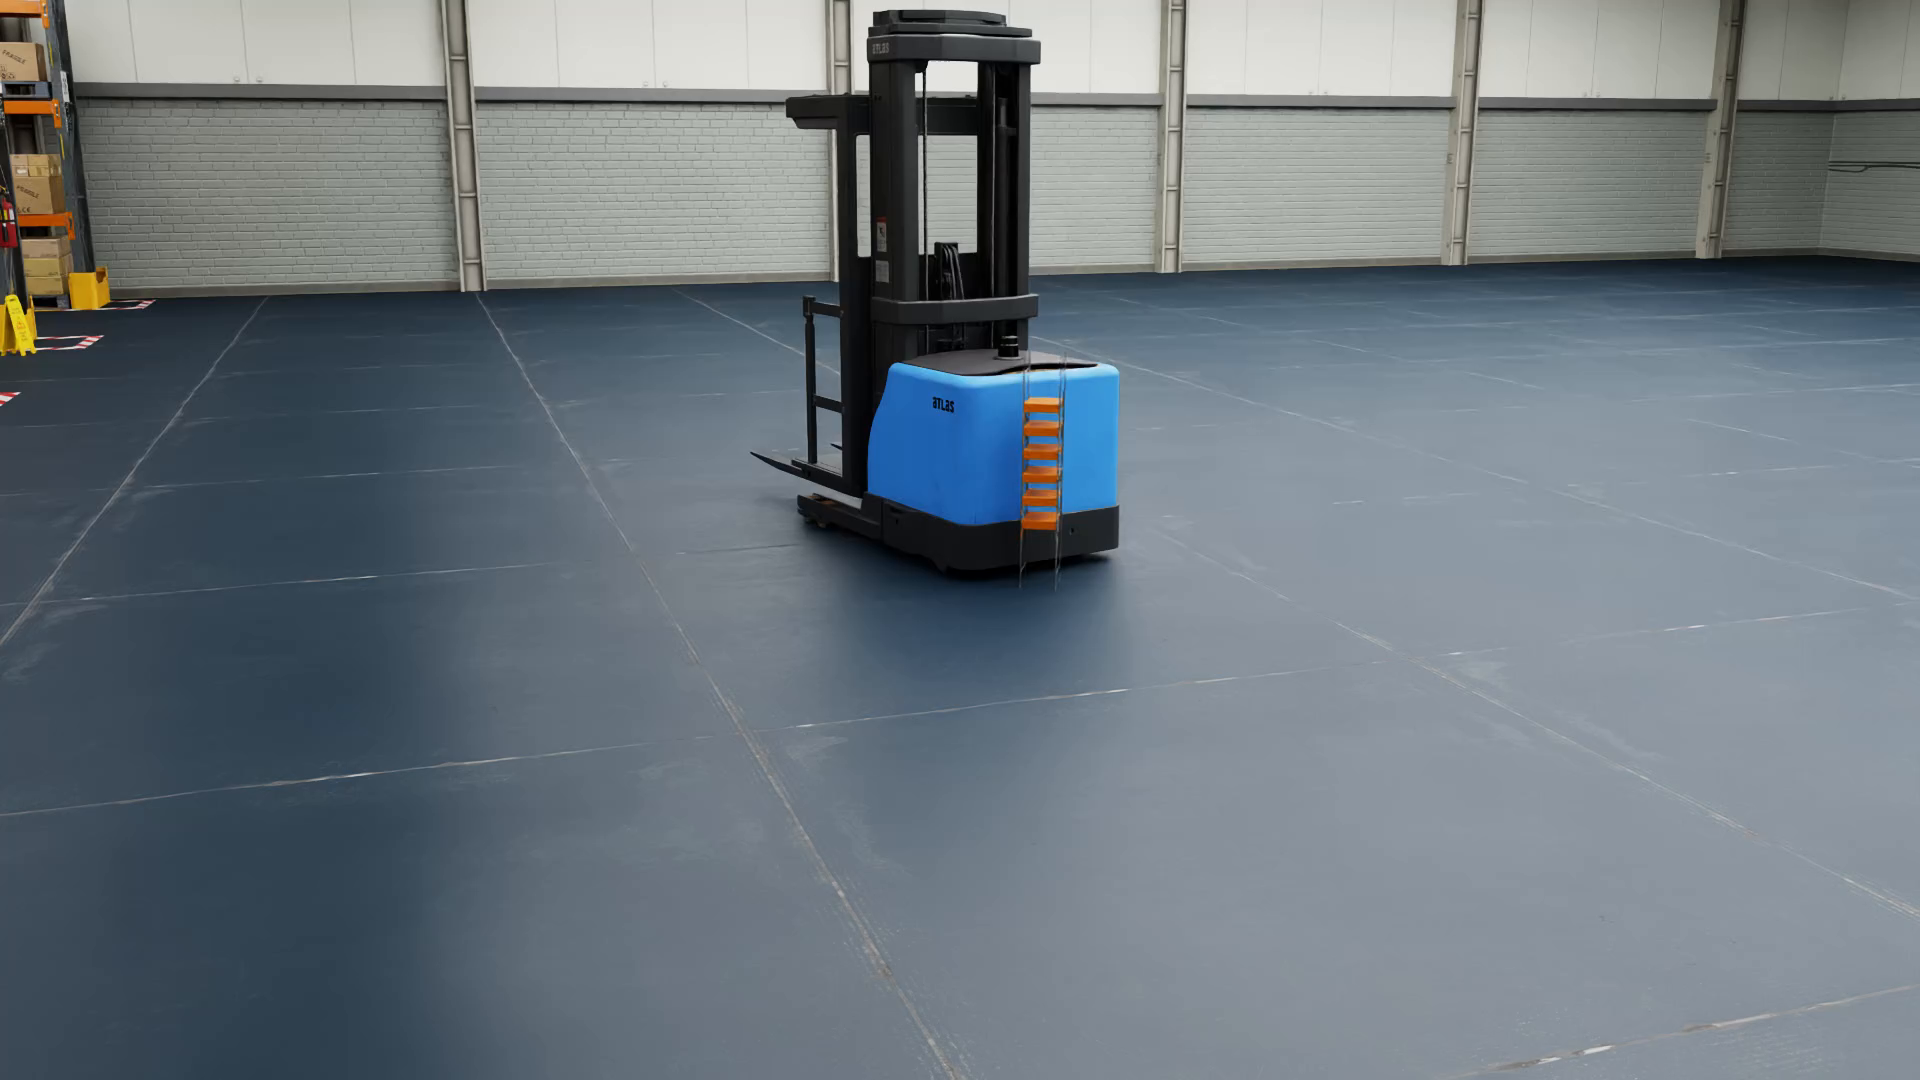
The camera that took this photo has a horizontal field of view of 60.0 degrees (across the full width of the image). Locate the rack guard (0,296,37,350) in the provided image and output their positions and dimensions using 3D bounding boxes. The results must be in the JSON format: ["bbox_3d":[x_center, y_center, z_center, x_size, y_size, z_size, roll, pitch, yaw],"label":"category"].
[{"bbox_3d":[-10.870,-2.484,19.005,0.348,0.500,1.175,-4,14,-18],"label":"rack guard"}]

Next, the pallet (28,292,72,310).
[{"bbox_3d":[-13.096,-3.372,23.362,1.213,0.211,1.003,-4,14,-18],"label":"pallet"}]

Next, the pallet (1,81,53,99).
[{"bbox_3d":[-13.063,-6.164,22.783,1.213,0.211,1.003,-4,14,-18],"label":"pallet"}]

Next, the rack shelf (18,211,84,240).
[{"bbox_3d":[-14.280,-4.296,22.778,4.000,0.370,1.077,-4,14,-18],"label":"rack shelf"}]

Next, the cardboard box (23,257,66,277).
[{"bbox_3d":[-12.746,-3.799,23.088,0.500,0.250,0.500,-5,14,-19],"label":"cardboard box"}]

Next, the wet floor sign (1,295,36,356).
[{"bbox_3d":[-10.277,-2.340,18.084,0.232,0.644,0.267,0,13,1],"label":"wet floor sign"}]

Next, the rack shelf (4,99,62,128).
[{"bbox_3d":[-14.280,-5.756,22.431,4.000,0.370,1.077,-4,14,-18],"label":"rack shelf"}]

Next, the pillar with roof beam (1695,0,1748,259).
[{"bbox_3d":[16.474,-9.129,28.575,0.400,9.000,9.100,-4,14,-18],"label":"pillar with roof beam"}]

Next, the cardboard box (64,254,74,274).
[{"bbox_3d":[-12.896,-3.915,23.573,0.500,0.250,0.500,-4,14,-17],"label":"cardboard box"}]

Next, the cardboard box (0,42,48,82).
[{"bbox_3d":[-12.726,-6.469,22.534,0.500,0.500,0.500,-4,14,-16],"label":"cardboard box"}]

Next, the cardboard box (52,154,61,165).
[{"bbox_3d":[-12.771,-5.325,23.287,0.250,0.149,0.380,-5,14,-19],"label":"cardboard box"}]

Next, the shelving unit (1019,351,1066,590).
[{"bbox_3d":[0.424,-0.357,8.540,0.189,1.200,0.258,3,13,9],"label":"shelving unit"}]

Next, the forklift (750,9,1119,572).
[{"bbox_3d":[-0.329,-1.548,9.819,1.130,2.935,3.031,-8,16,-31],"label":"forklift"}]

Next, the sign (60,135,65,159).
[{"bbox_3d":[-12.225,-5.352,22.649,0.005,0.325,0.100,-4,14,-18],"label":"sign"}]

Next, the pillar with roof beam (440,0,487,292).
[{"bbox_3d":[-6.272,-7.358,21.128,0.400,9.000,9.100,-4,14,-18],"label":"pillar with roof beam"}]

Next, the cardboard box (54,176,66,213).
[{"bbox_3d":[-12.943,-4.867,23.406,0.500,0.500,0.500,-4,14,-16],"label":"cardboard box"}]

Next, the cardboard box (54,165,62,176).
[{"bbox_3d":[-12.789,-5.190,23.362,0.250,0.149,0.380,-5,14,-20],"label":"cardboard box"}]

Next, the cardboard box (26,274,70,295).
[{"bbox_3d":[-12.729,-3.557,23.148,0.500,0.250,0.500,-4,14,-18],"label":"cardboard box"}]

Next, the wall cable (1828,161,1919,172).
[{"bbox_3d":[18.315,-8.490,32.598,0.112,2.526,3.097,-4,14,-18],"label":"wall cable"}]

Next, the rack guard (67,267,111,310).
[{"bbox_3d":[-12.362,-3.580,23.612,0.348,0.500,1.175,-4,14,-18],"label":"rack guard"}]

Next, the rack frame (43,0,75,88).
[{"bbox_3d":[-12.384,-7.713,22.621,0.127,3.000,1.000,-4,14,-18],"label":"rack frame"}]

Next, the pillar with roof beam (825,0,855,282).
[{"bbox_3d":[-0.586,-7.800,22.990,0.400,9.000,9.100,-4,14,-18],"label":"pillar with roof beam"}]

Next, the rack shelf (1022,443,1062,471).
[{"bbox_3d":[0.425,-0.431,8.524,0.180,0.103,0.258,3,13,9],"label":"rack shelf"}]

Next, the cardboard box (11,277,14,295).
[{"bbox_3d":[-13.203,-3.522,23.002,0.500,0.250,0.500,-4,14,-18],"label":"cardboard box"}]

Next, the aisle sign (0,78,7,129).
[{"bbox_3d":[-10.838,-5.043,18.744,0.004,0.787,0.394,-4,14,-18],"label":"aisle sign"}]

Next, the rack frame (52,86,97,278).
[{"bbox_3d":[-12.384,-4.794,23.315,0.127,3.000,1.000,-4,14,-18],"label":"rack frame"}]

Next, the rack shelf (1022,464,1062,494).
[{"bbox_3d":[0.424,-0.314,8.550,0.180,0.103,0.258,3,13,9],"label":"rack shelf"}]

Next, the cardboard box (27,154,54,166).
[{"bbox_3d":[-12.657,-5.230,22.889,0.250,0.149,0.380,-4,14,-18],"label":"cardboard box"}]

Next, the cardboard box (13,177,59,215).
[{"bbox_3d":[-12.767,-4.749,22.909,0.500,0.500,0.500,-5,14,-19],"label":"cardboard box"}]

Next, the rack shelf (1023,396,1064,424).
[{"bbox_3d":[0.427,-0.665,8.471,0.180,0.103,0.258,3,13,9],"label":"rack shelf"}]

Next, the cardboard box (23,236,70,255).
[{"bbox_3d":[-12.900,-4.153,23.494,0.500,0.250,0.500,-5,14,-19],"label":"cardboard box"}]

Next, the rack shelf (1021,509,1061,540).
[{"bbox_3d":[0.421,-0.080,8.602,0.180,0.103,0.258,3,13,9],"label":"rack shelf"}]

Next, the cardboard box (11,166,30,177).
[{"bbox_3d":[-12.856,-5.046,22.756,0.250,0.149,0.380,-4,14,-17],"label":"cardboard box"}]

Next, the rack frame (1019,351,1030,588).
[{"bbox_3d":[0.334,-0.361,8.554,0.006,1.200,0.240,3,13,9],"label":"rack frame"}]

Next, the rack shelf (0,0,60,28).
[{"bbox_3d":[-14.280,-7.020,22.130,4.000,0.370,1.077,-4,14,-18],"label":"rack shelf"}]

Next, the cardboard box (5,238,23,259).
[{"bbox_3d":[-13.204,-4.006,22.875,0.500,0.250,0.500,-4,14,-17],"label":"cardboard box"}]

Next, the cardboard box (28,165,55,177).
[{"bbox_3d":[-12.624,-5.071,22.863,0.250,0.149,0.380,-4,14,-17],"label":"cardboard box"}]

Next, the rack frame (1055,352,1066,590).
[{"bbox_3d":[0.514,-0.353,8.526,0.006,1.200,0.240,3,13,9],"label":"rack frame"}]

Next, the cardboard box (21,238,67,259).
[{"bbox_3d":[-12.721,-4.045,23.039,0.500,0.250,0.500,-4,14,-16],"label":"cardboard box"}]

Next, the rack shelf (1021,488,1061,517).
[{"bbox_3d":[0.422,-0.197,8.576,0.180,0.103,0.258,3,13,9],"label":"rack shelf"}]

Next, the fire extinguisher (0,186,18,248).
[{"bbox_3d":[-10.542,-3.575,18.359,0.183,0.674,0.296,-4,14,-18],"label":"fire extinguisher"}]

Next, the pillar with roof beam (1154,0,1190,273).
[{"bbox_3d":[5.101,-8.243,24.852,0.400,9.000,9.100,-4,14,-18],"label":"pillar with roof beam"}]

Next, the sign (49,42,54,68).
[{"bbox_3d":[-12.225,-6.525,22.370,0.005,0.325,0.100,-4,14,-18],"label":"sign"}]

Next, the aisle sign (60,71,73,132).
[{"bbox_3d":[-12.229,-5.999,22.764,0.004,0.787,0.394,-4,14,-18],"label":"aisle sign"}]

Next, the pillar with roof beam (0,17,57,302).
[{"bbox_3d":[-11.959,-6.915,19.267,0.400,9.000,9.100,-4,14,-18],"label":"pillar with roof beam"}]

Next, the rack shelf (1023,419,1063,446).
[{"bbox_3d":[0.426,-0.548,8.497,0.180,0.103,0.258,3,13,9],"label":"rack shelf"}]

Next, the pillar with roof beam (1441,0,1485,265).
[{"bbox_3d":[10.788,-8.686,26.713,0.400,9.000,9.100,-4,14,-18],"label":"pillar with roof beam"}]

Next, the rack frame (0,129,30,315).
[{"bbox_3d":[-10.798,-3.706,18.740,0.127,3.000,1.000,-4,14,-18],"label":"rack frame"}]

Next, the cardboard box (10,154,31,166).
[{"bbox_3d":[-12.881,-5.205,22.783,0.250,0.149,0.380,-4,14,-18],"label":"cardboard box"}]
